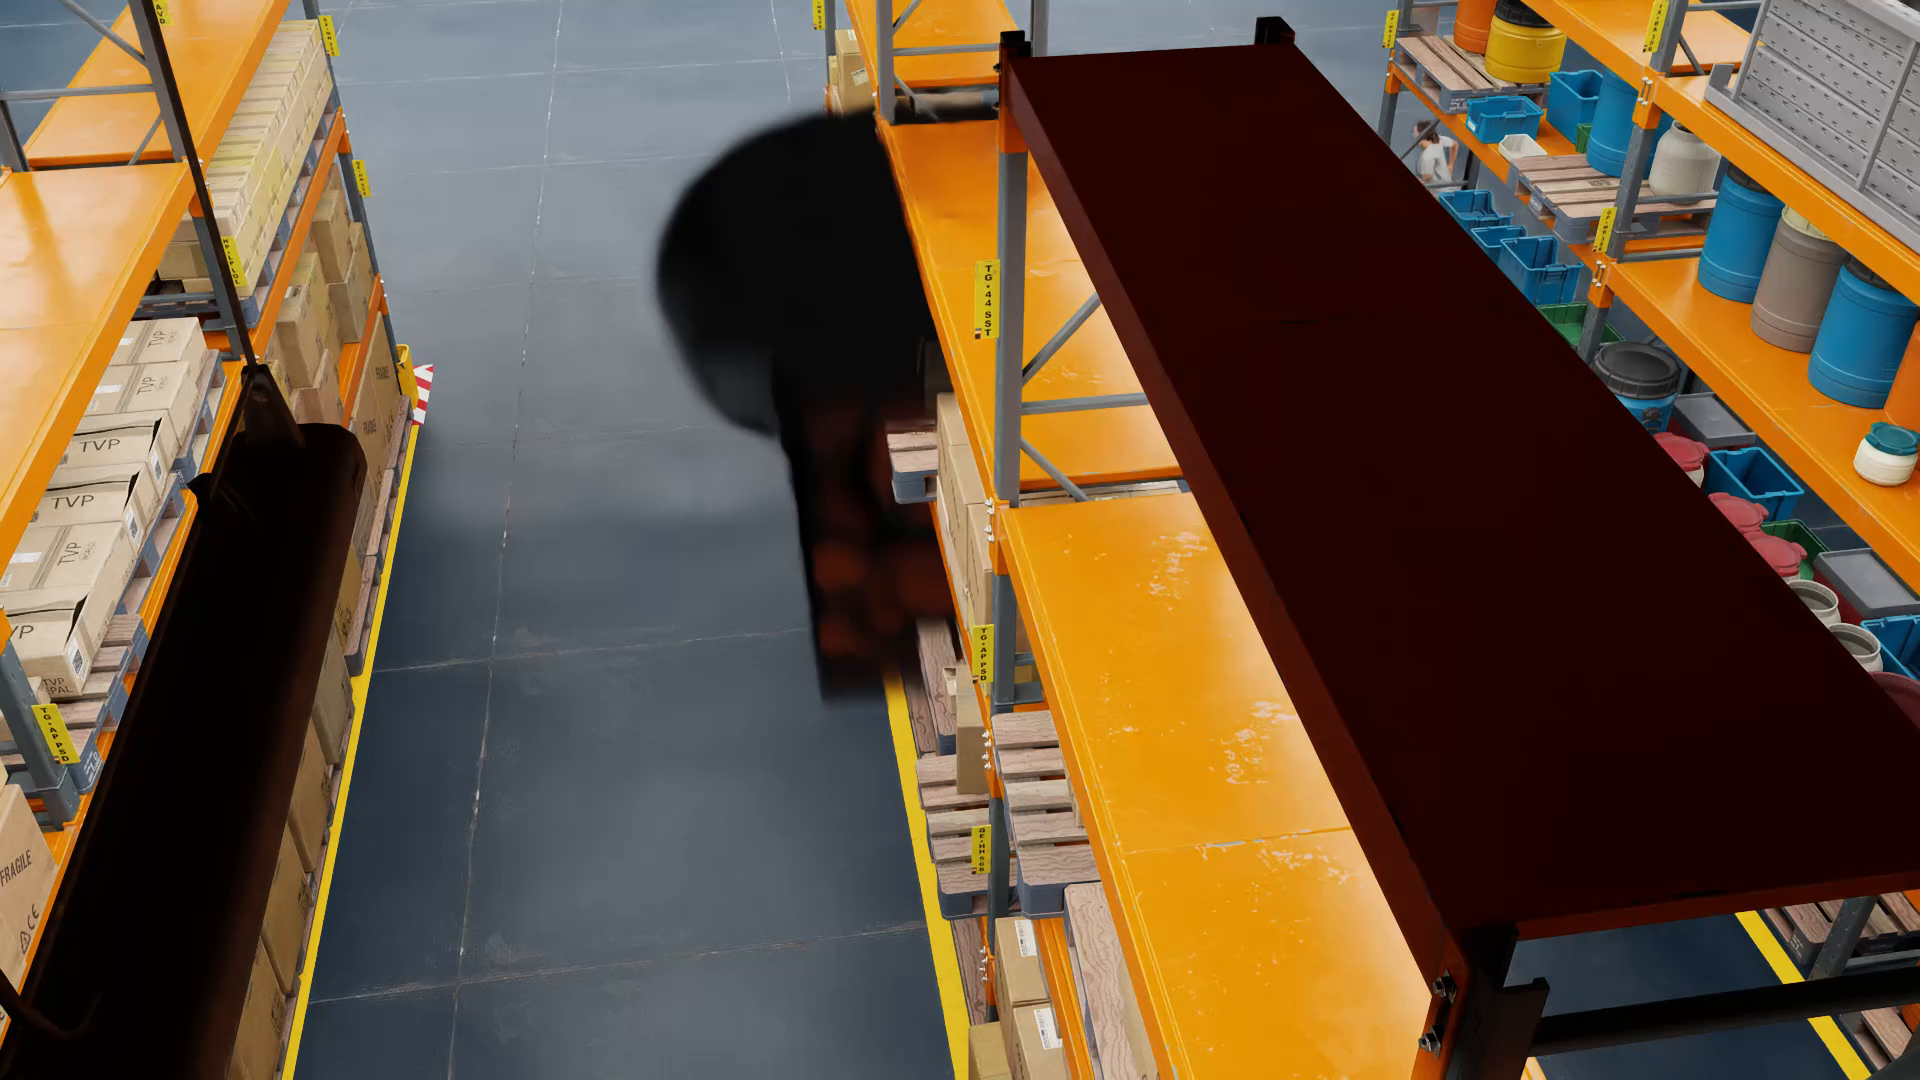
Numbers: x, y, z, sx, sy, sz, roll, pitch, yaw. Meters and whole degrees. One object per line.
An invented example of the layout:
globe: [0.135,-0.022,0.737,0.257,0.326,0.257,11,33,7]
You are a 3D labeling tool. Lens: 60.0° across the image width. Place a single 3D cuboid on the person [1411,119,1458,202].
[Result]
person: [4.834,-3.438,16.843,0.906,1.664,0.596,13,38,17]
